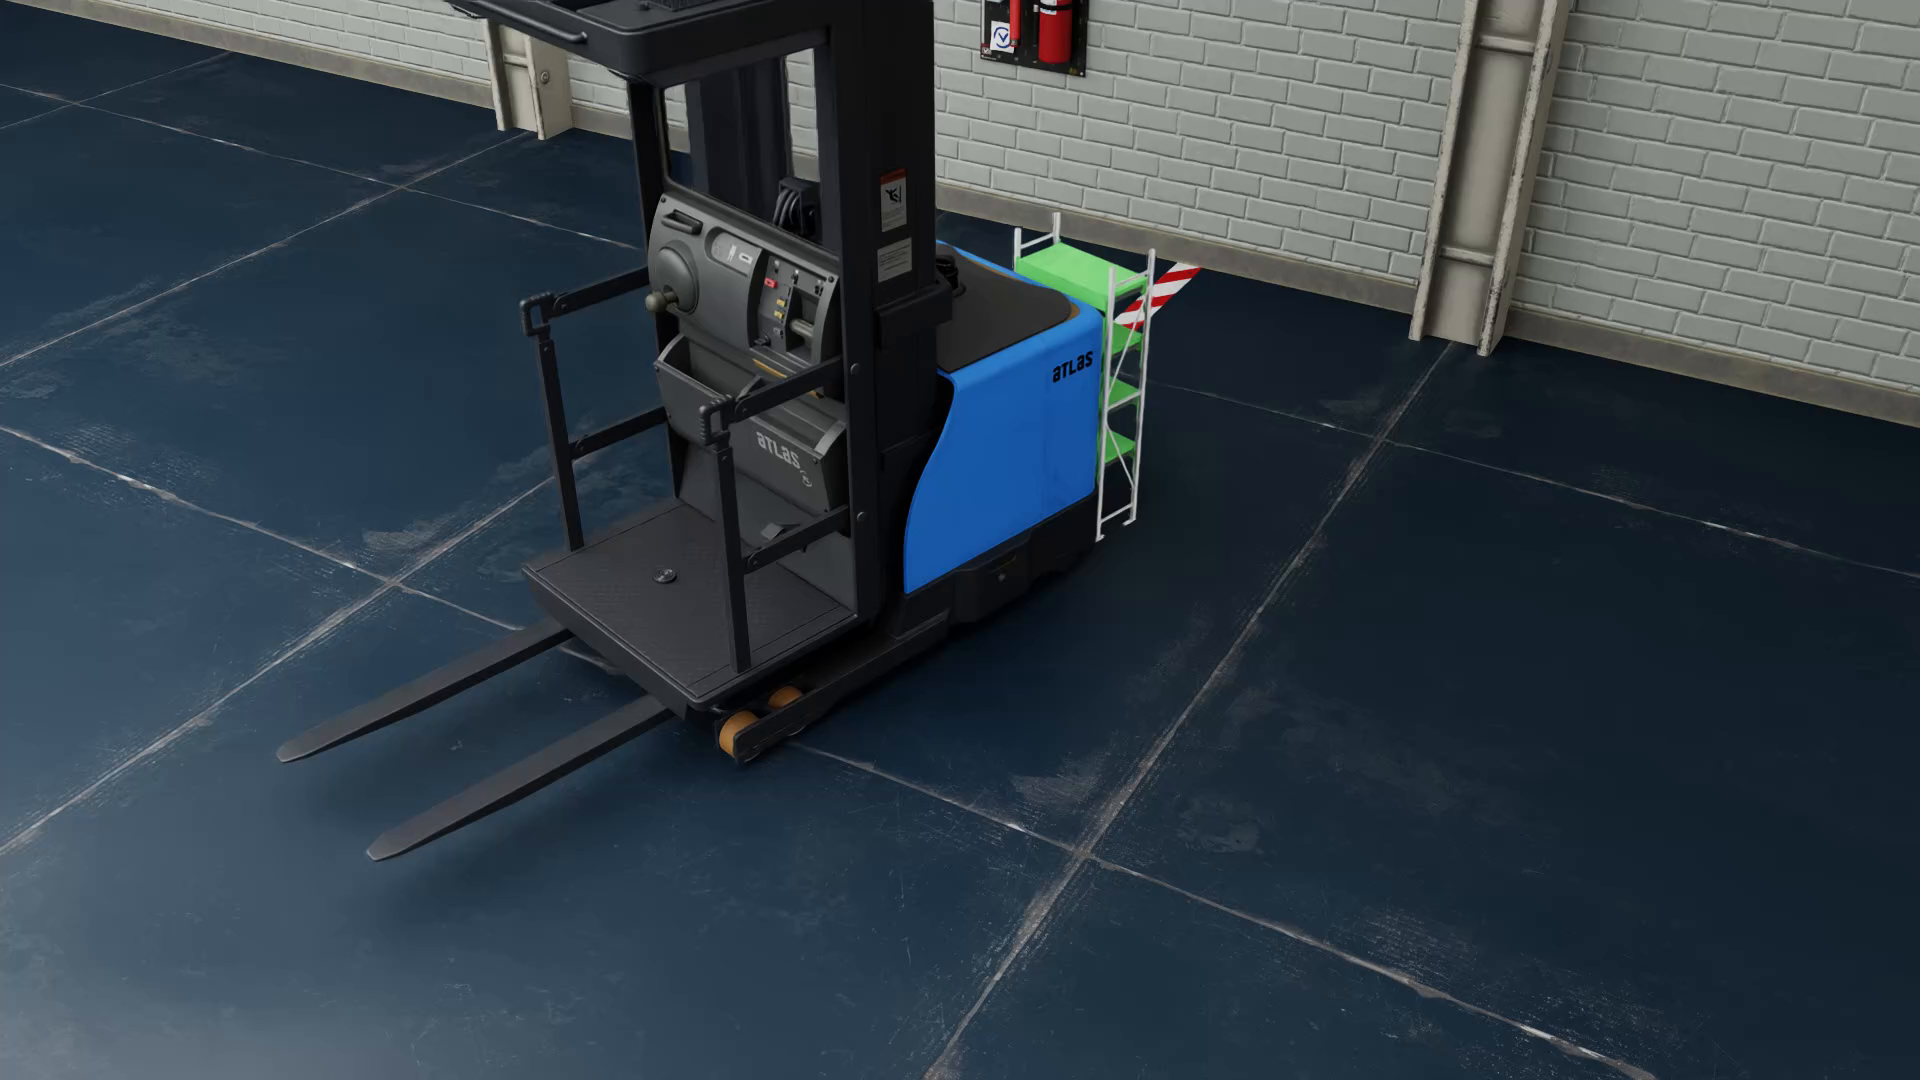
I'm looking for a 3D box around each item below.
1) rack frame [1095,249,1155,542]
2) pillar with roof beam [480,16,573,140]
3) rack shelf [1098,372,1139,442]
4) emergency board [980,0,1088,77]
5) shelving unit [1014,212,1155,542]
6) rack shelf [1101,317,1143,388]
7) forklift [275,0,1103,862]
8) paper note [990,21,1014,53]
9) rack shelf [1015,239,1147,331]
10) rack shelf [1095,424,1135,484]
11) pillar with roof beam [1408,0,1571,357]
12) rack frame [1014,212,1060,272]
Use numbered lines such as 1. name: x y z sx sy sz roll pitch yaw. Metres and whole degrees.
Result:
1. rack frame: 0.637 -0.540 6.477 0.240 1.200 0.015 -28 43 -35
2. pillar with roof beam: -4.872 -4.343 5.154 0.400 9.000 9.100 18 37 24
3. rack shelf: 0.467 -0.585 6.659 0.258 0.148 0.480 -28 43 -35
4. emergency board: 0.346 -2.966 8.498 0.643 1.169 0.194 18 37 24
5. shelving unit: 0.468 -0.638 6.624 0.258 1.200 0.503 -28 43 -35
6. rack shelf: 0.468 -0.785 6.527 0.258 0.148 0.480 -28 43 -35
7. forklift: -0.870 -0.798 5.304 3.031 2.935 1.130 -28 43 -35
8. paper note: 0.227 -2.681 8.865 0.142 0.148 0.016 18 37 24
9. rack shelf: 0.469 -0.985 6.395 0.258 0.148 0.480 -28 43 -35
10. rack shelf: 0.466 -0.384 6.791 0.258 0.148 0.480 -28 43 -35
11. pillar with roof beam: 0.337 -2.693 2.676 0.400 9.000 9.100 18 37 24
12. rack frame: 0.299 -0.736 6.771 0.240 1.200 0.015 -28 43 -35
